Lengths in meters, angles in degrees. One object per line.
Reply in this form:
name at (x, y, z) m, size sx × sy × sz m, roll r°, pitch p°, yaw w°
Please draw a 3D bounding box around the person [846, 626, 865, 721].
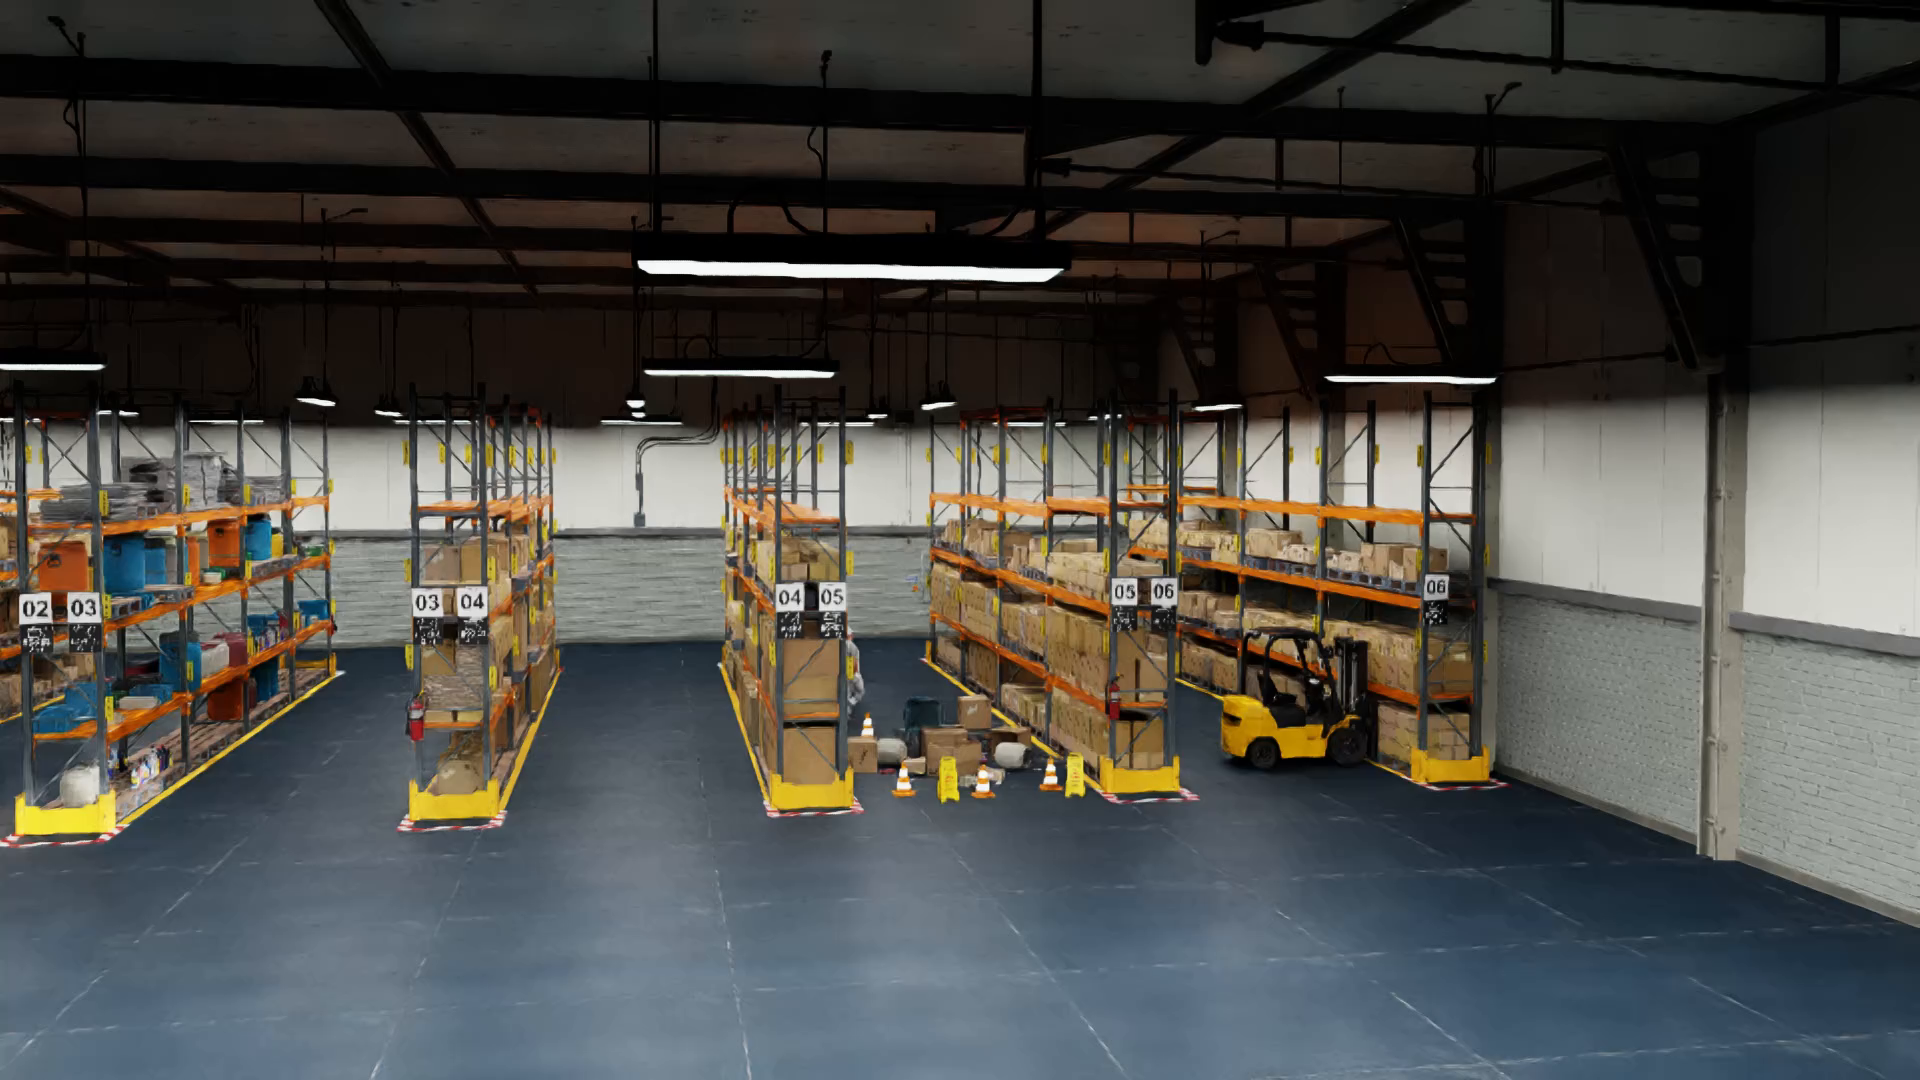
person at (-2.085, 2.519, 31.330) m, size 0.443 × 1.786 × 0.594 m, roll -2°, pitch 4°, yaw -37°
